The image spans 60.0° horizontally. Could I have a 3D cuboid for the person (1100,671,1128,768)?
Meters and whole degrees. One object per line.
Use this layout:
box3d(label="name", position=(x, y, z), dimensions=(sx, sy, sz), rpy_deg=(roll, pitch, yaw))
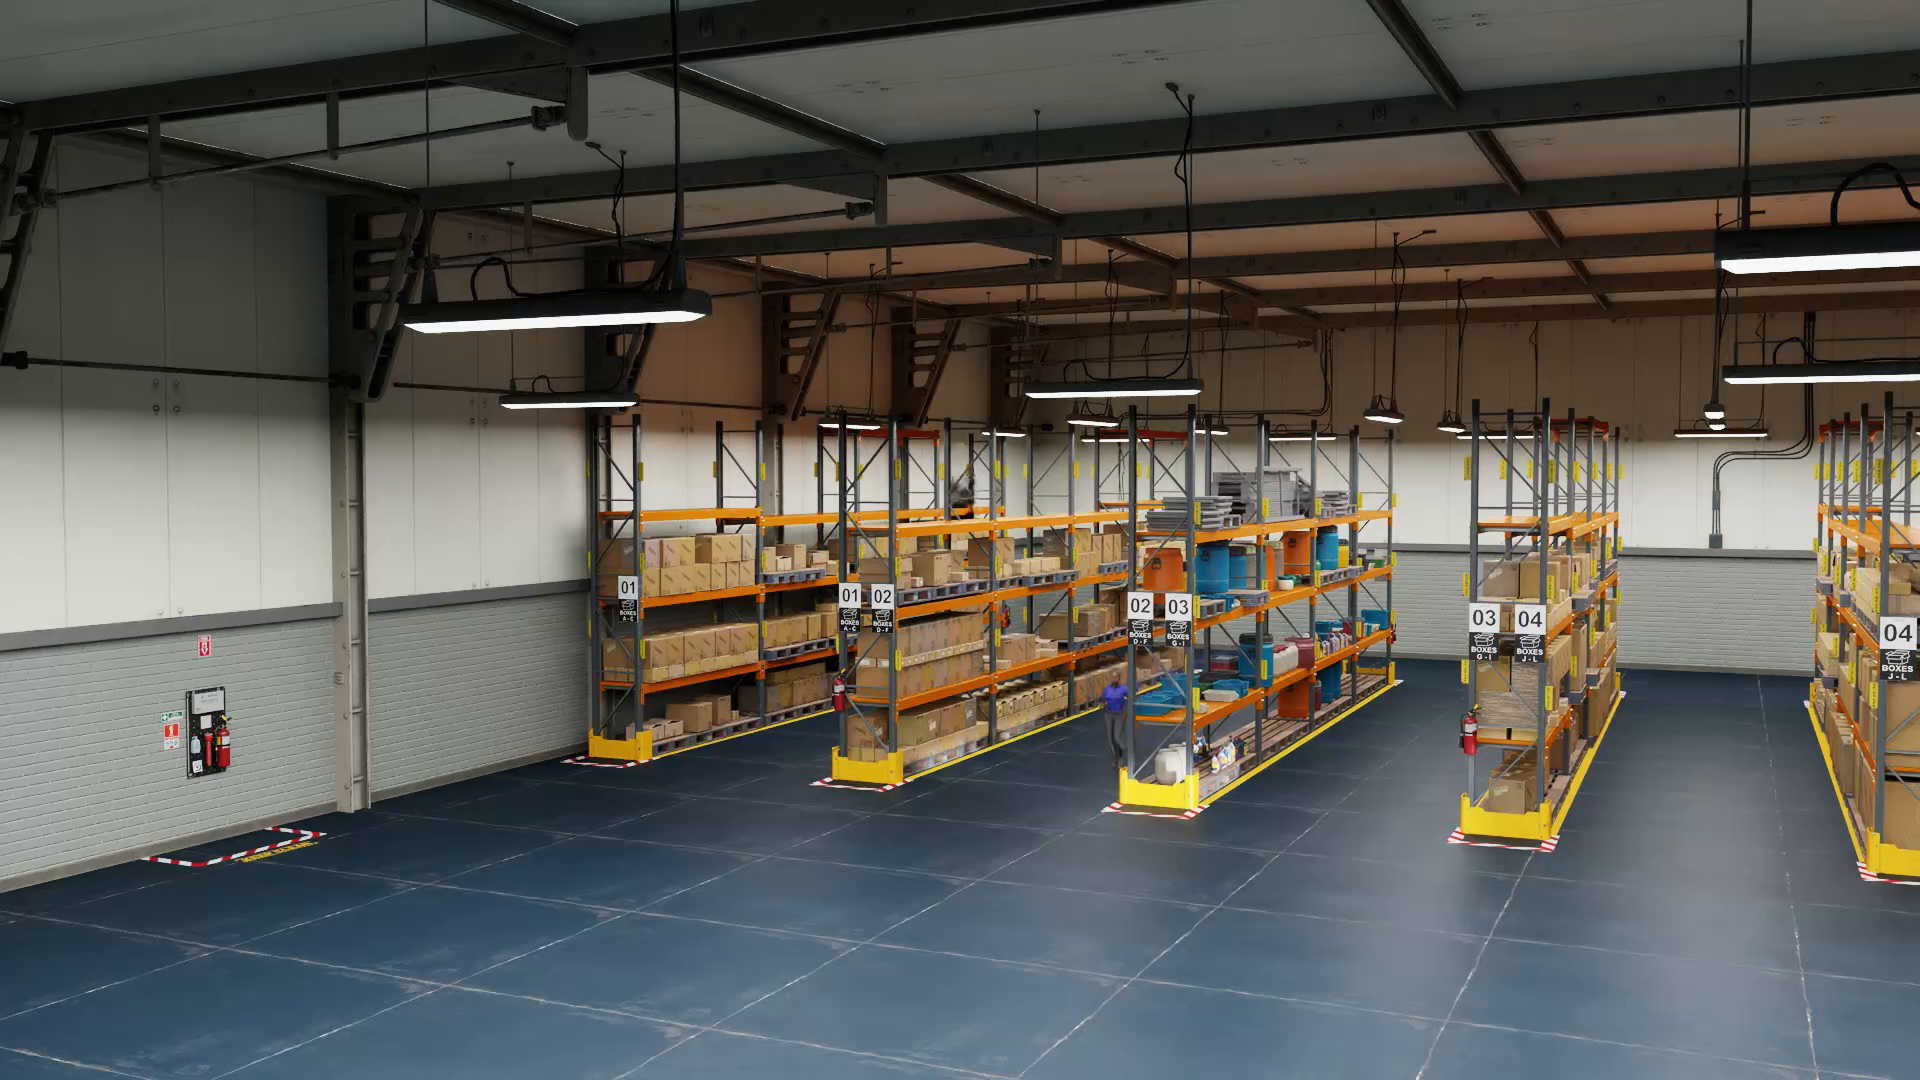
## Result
box3d(label="person", position=(2.613, 3.031, 28.023), dimensions=(0.561, 1.636, 0.599), rpy_deg=(1, 3, 24))
